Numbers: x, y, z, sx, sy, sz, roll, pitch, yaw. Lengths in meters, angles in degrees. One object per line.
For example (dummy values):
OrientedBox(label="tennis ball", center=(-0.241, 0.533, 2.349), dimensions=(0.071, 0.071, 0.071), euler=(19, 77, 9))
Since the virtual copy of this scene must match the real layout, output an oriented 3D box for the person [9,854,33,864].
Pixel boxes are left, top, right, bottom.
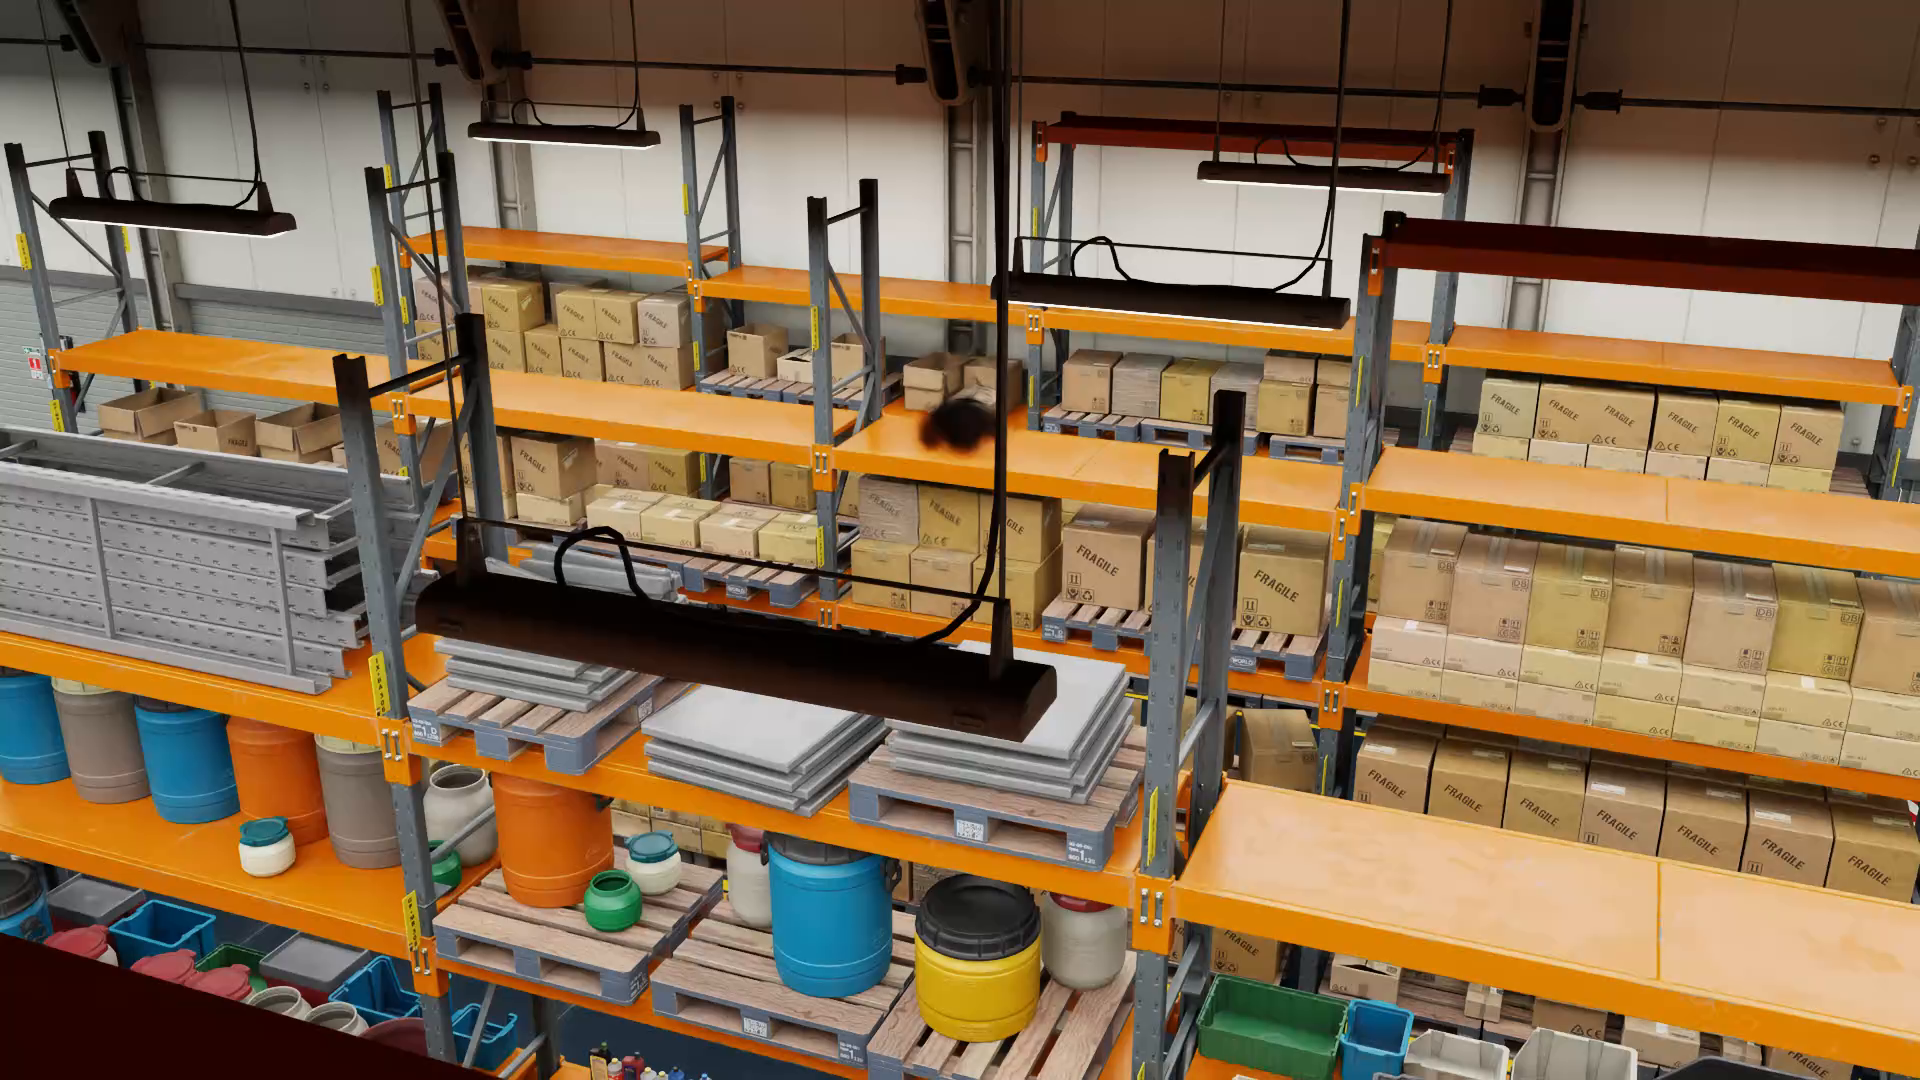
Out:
OrientedBox(label="person", center=(-8.123, 2.060, 14.516), dimensions=(0.858, 1.742, 0.641), euler=(-6, 22, -15))
